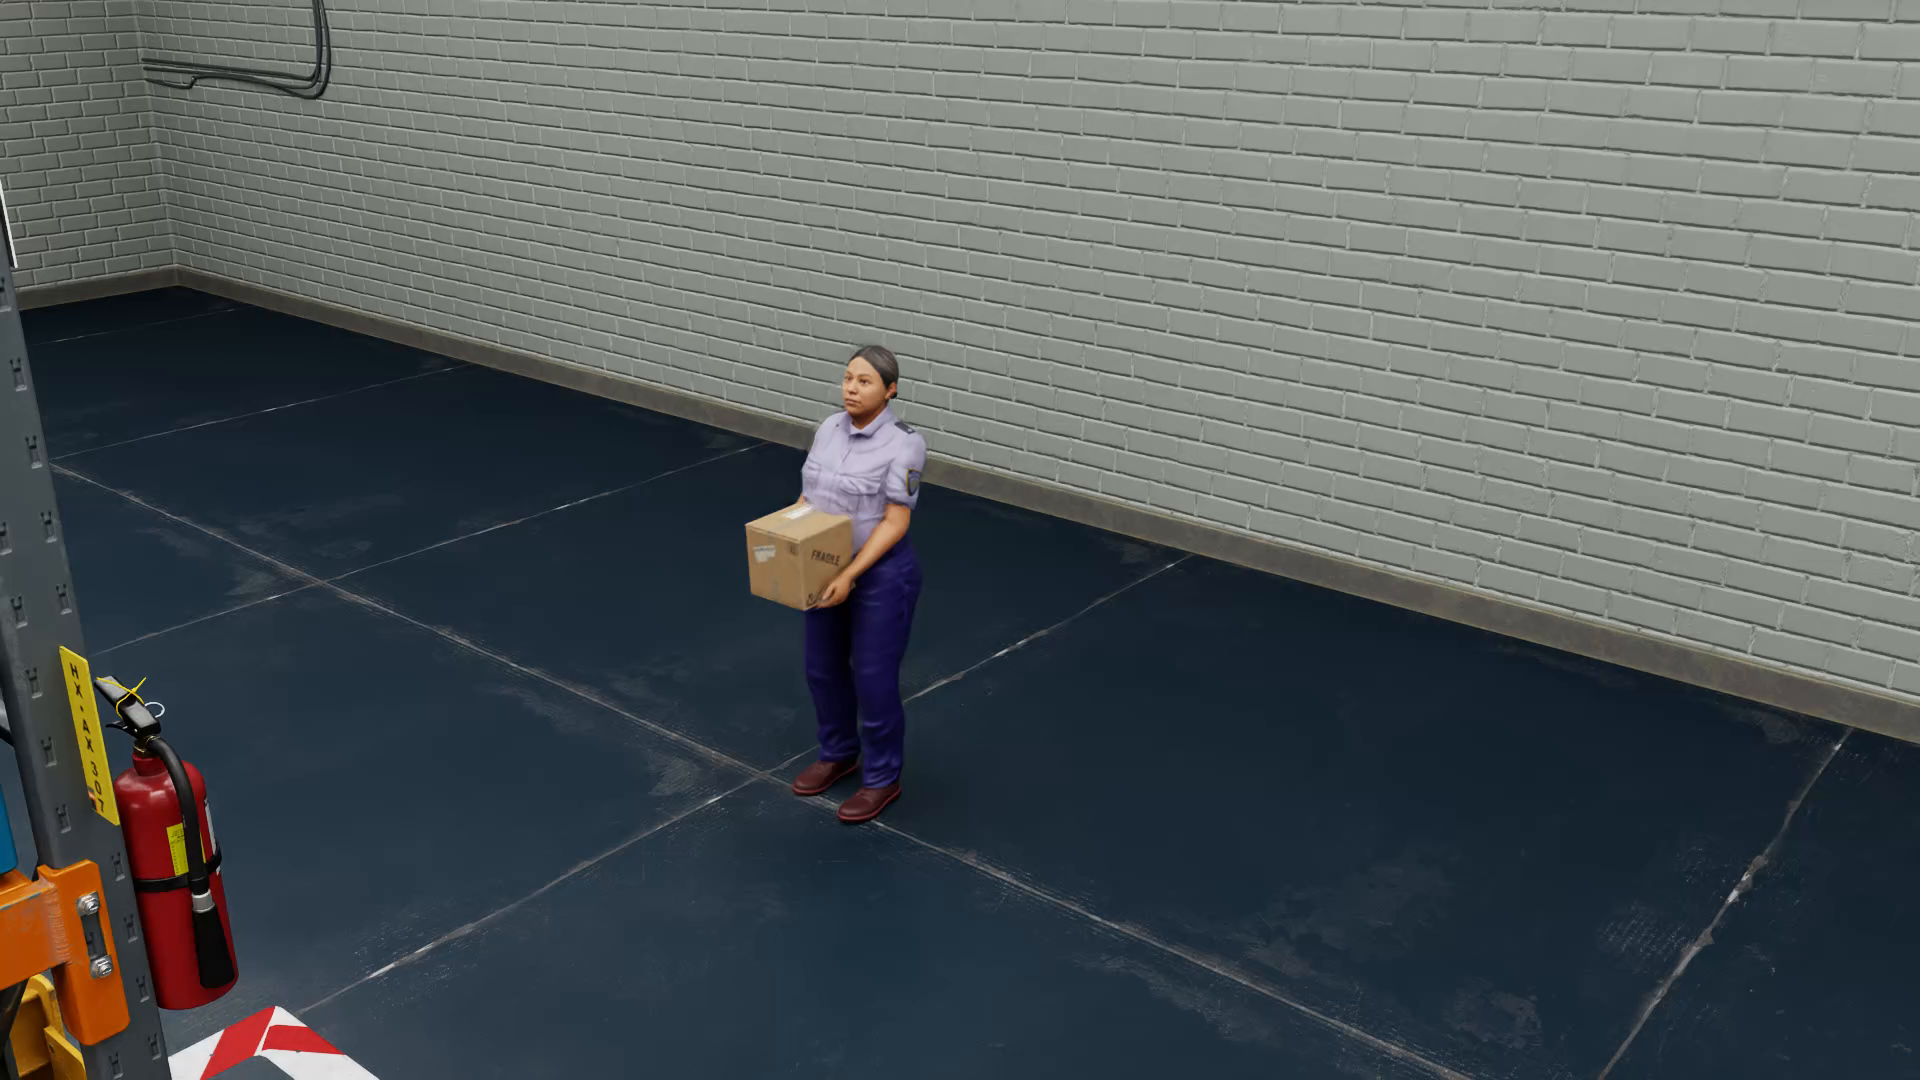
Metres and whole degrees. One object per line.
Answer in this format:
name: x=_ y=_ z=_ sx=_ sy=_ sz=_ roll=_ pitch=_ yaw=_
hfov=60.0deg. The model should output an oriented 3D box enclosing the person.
person: x=-0.393 y=0.163 z=5.662 sx=0.475 sy=1.641 sz=0.512 roll=15 pitch=25 yaw=35
